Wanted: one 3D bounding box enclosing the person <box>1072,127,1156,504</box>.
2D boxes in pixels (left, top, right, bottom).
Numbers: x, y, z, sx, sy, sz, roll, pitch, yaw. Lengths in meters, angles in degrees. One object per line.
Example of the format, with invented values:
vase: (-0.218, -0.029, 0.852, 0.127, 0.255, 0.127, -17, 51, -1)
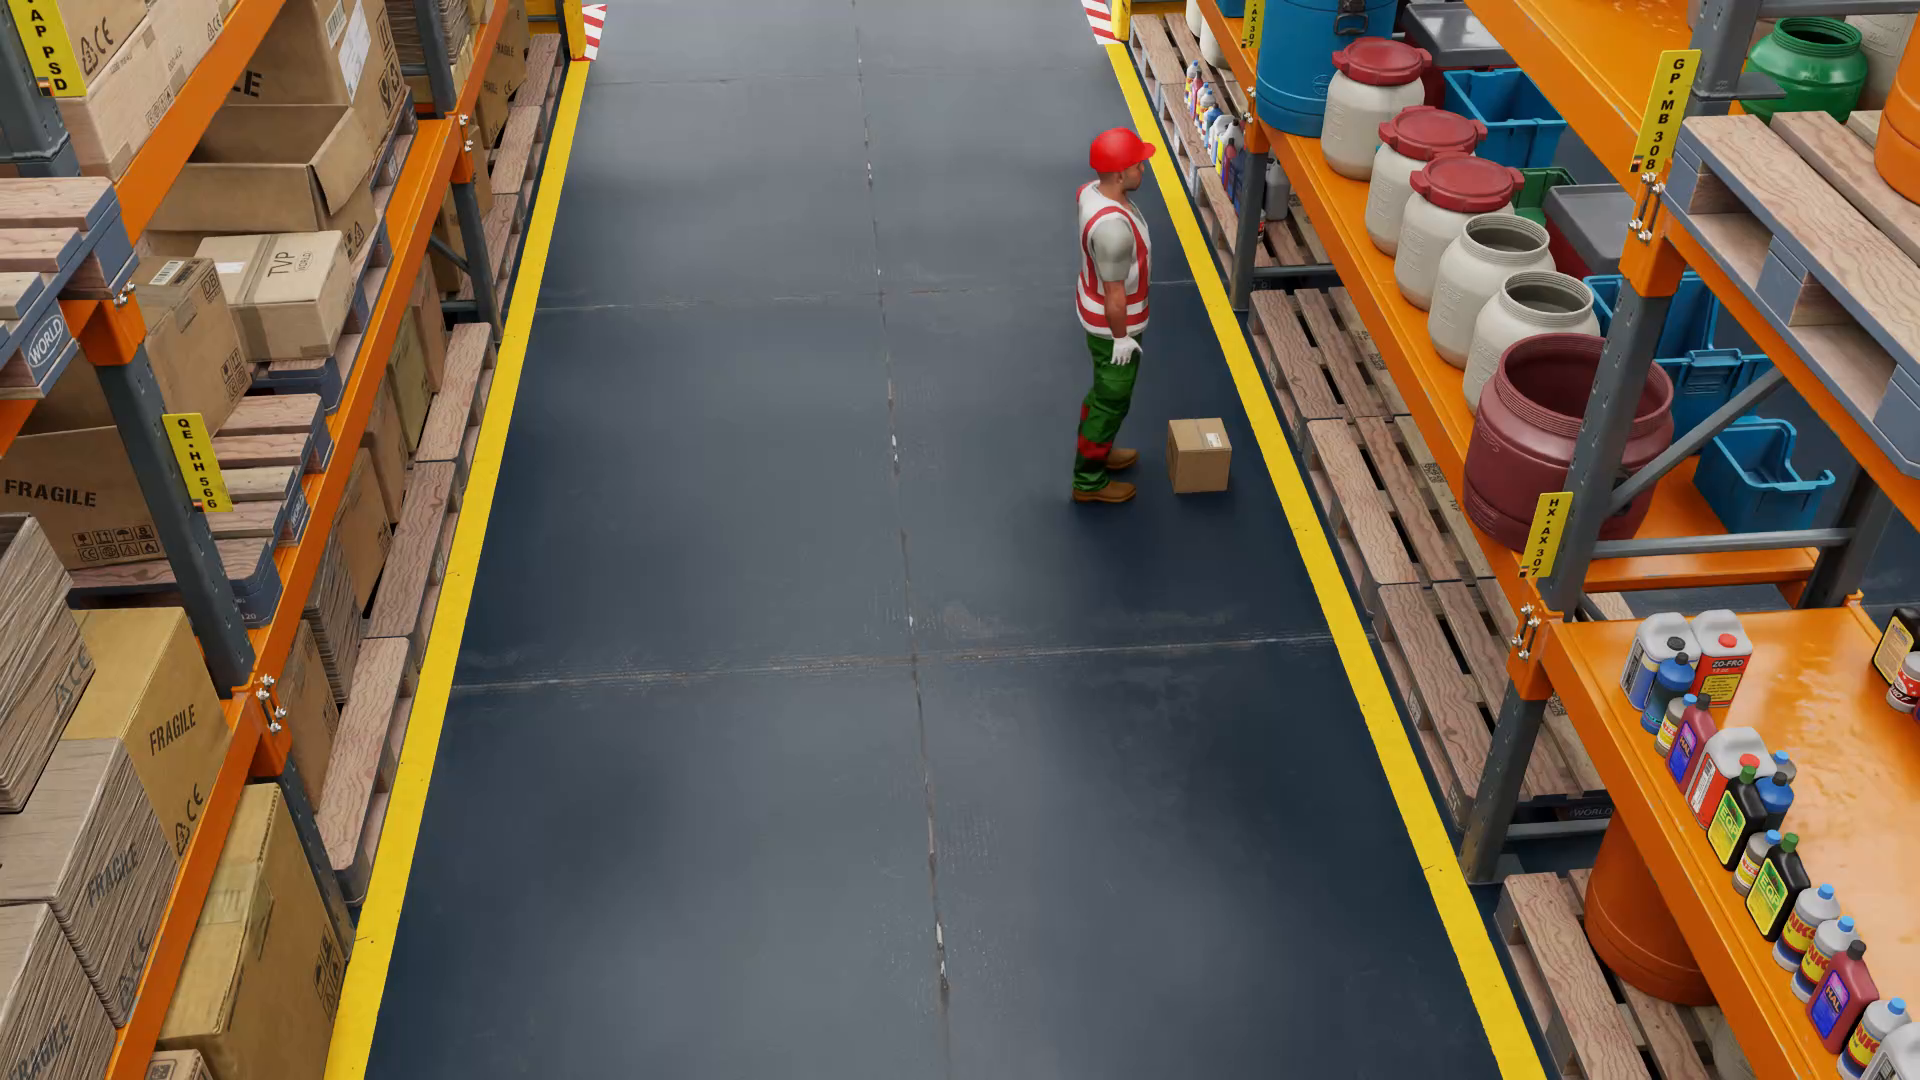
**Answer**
person: (0.684, -0.984, 7.368, 0.364, 1.785, 0.524, -2, 39, -3)
